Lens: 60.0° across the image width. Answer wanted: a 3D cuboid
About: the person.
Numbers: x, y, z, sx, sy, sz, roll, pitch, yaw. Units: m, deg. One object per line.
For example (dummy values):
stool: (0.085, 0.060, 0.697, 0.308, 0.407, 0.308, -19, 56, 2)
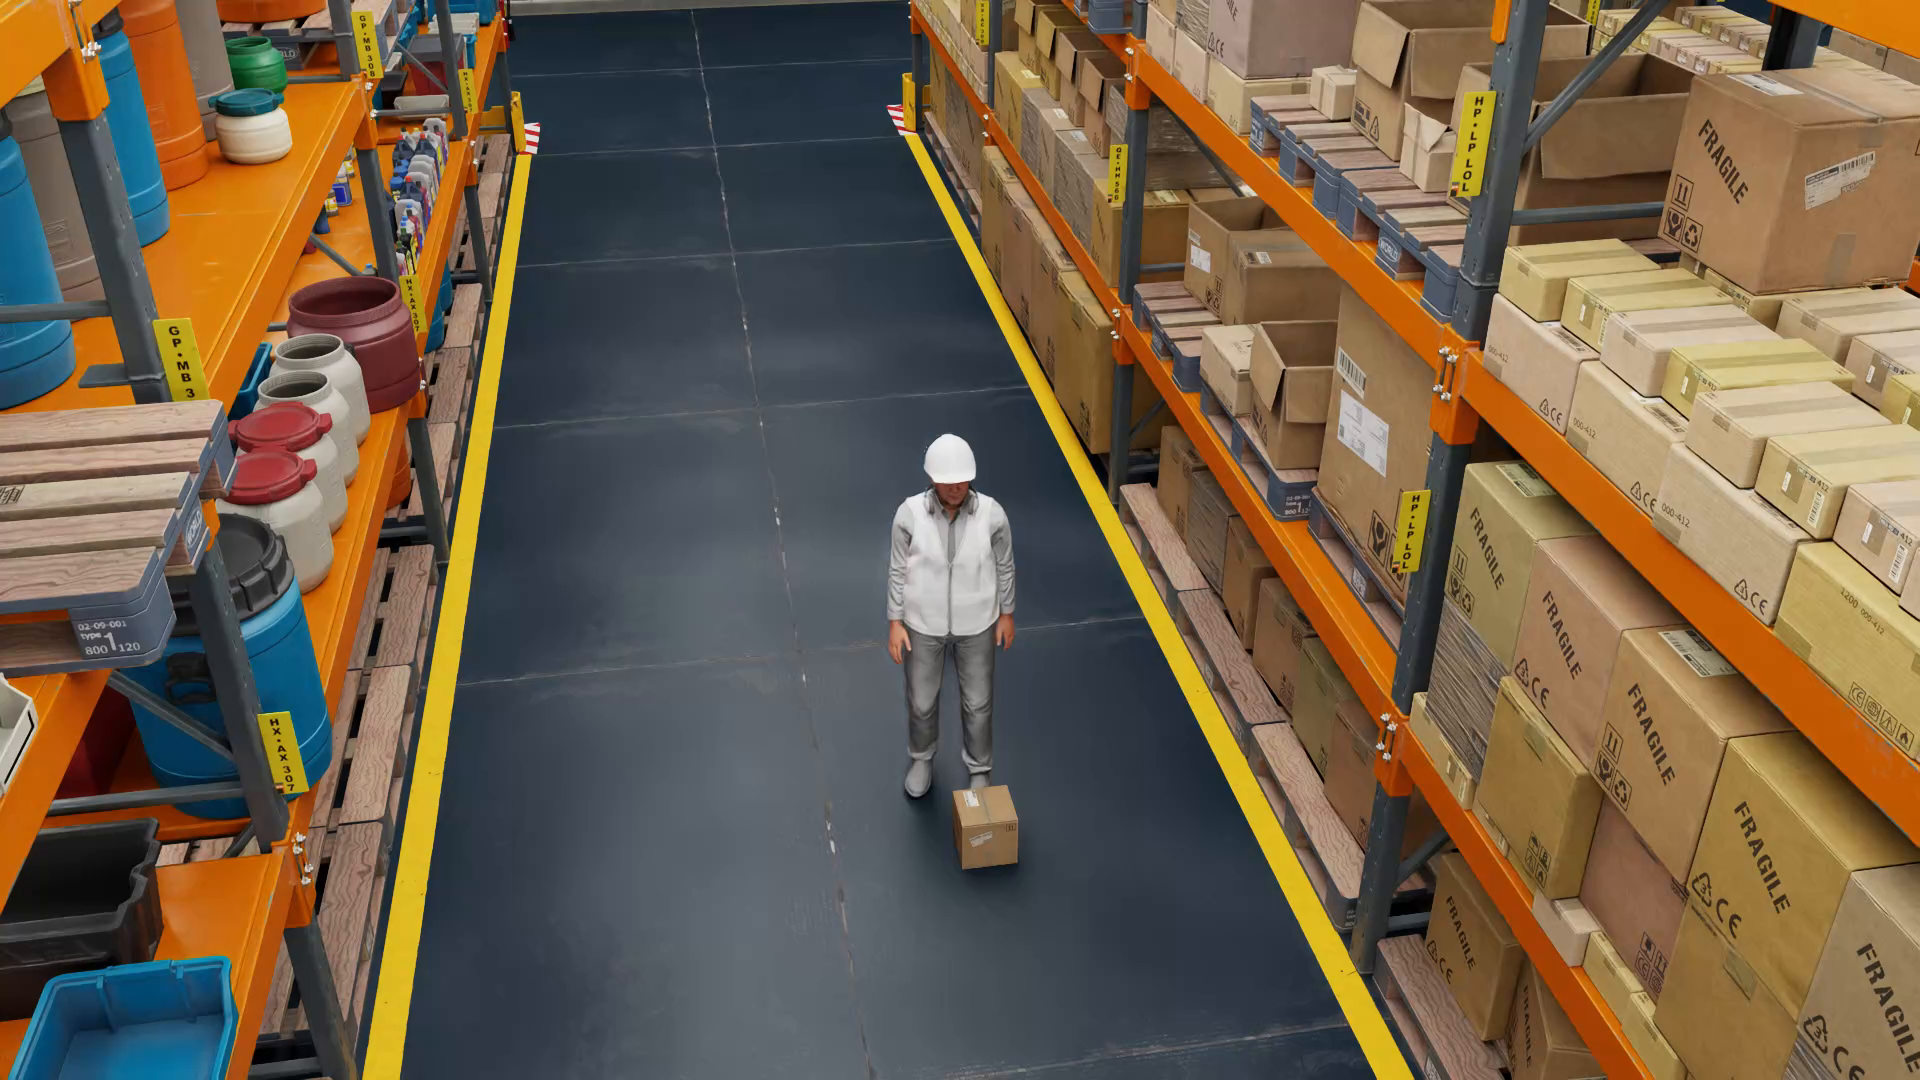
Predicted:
person: (-0.036, 0.380, 7.434, 0.579, 1.781, 0.472, -1, 30, -2)
